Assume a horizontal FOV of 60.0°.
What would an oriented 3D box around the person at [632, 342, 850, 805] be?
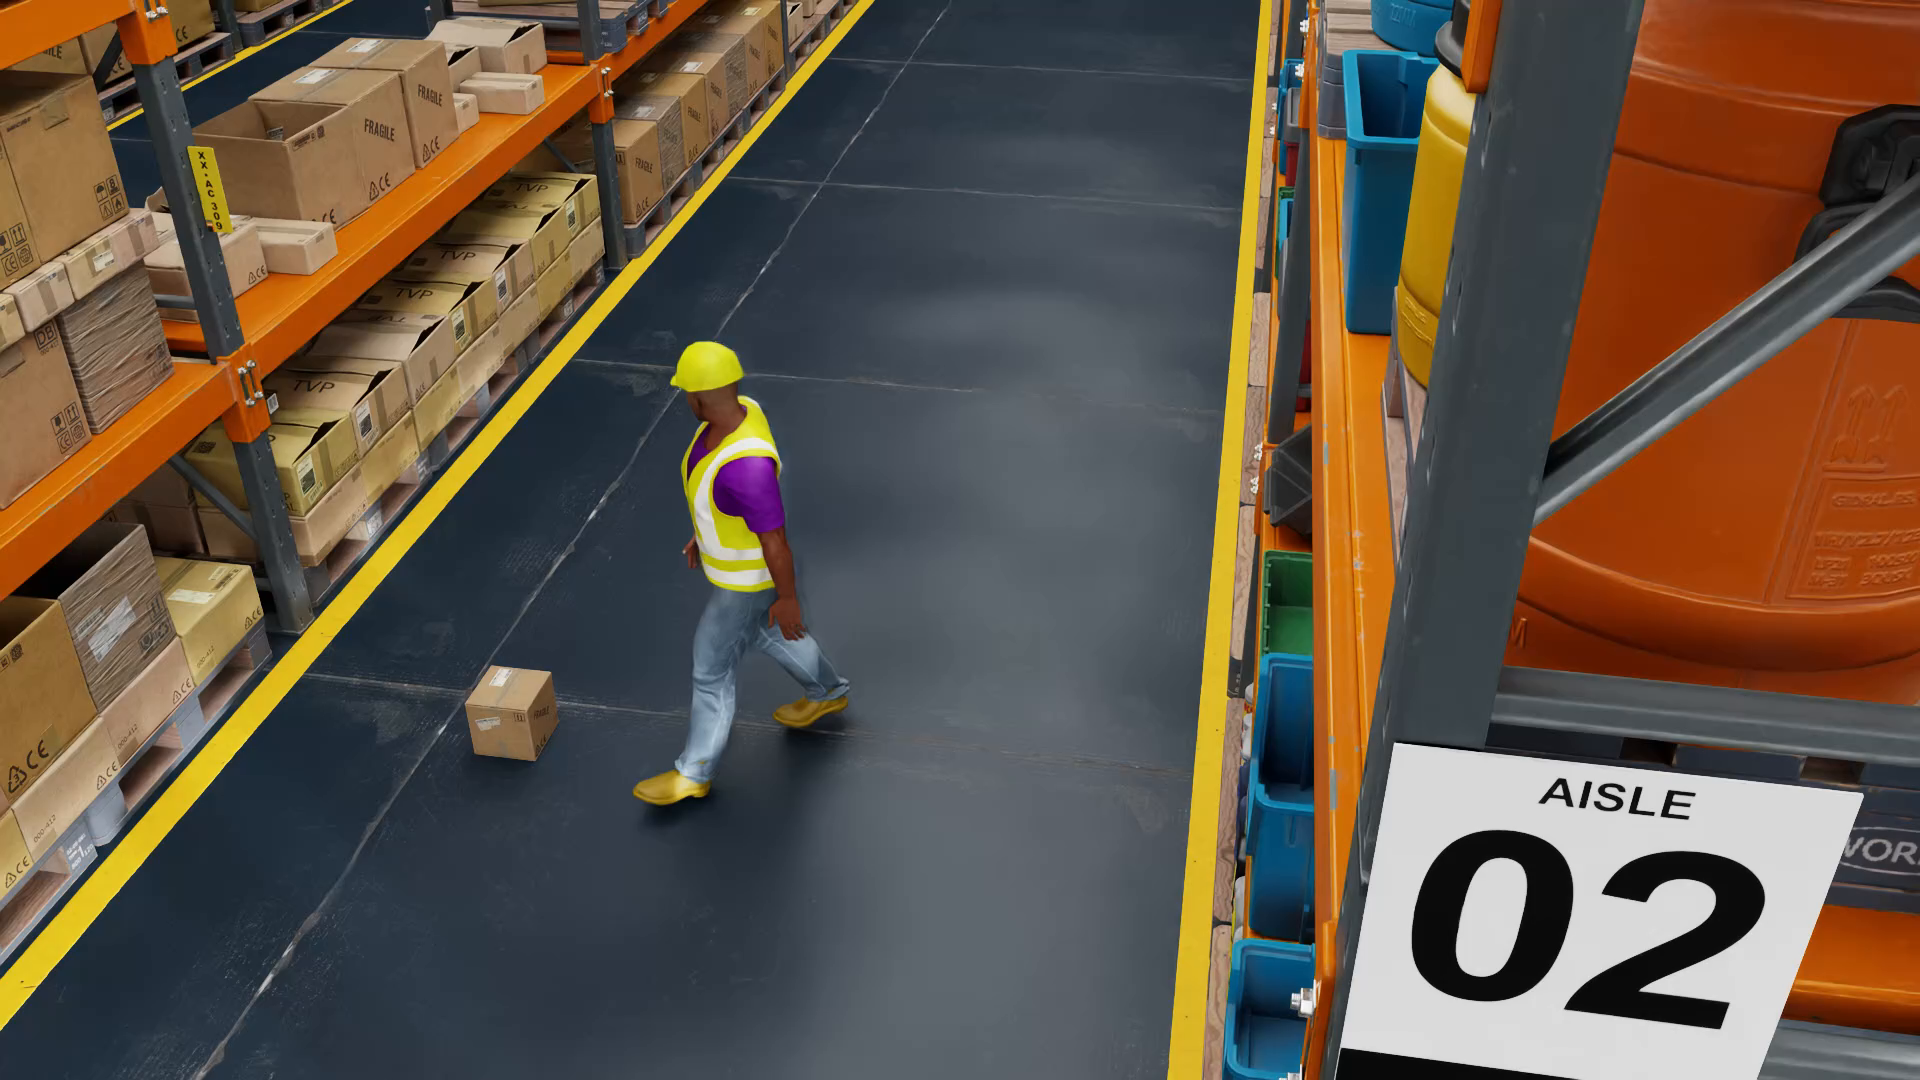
[{"bbox_3d":[-0.833,0.087,5.970,0.894,1.742,0.600,-9,33,-13],"label":"person"}]
